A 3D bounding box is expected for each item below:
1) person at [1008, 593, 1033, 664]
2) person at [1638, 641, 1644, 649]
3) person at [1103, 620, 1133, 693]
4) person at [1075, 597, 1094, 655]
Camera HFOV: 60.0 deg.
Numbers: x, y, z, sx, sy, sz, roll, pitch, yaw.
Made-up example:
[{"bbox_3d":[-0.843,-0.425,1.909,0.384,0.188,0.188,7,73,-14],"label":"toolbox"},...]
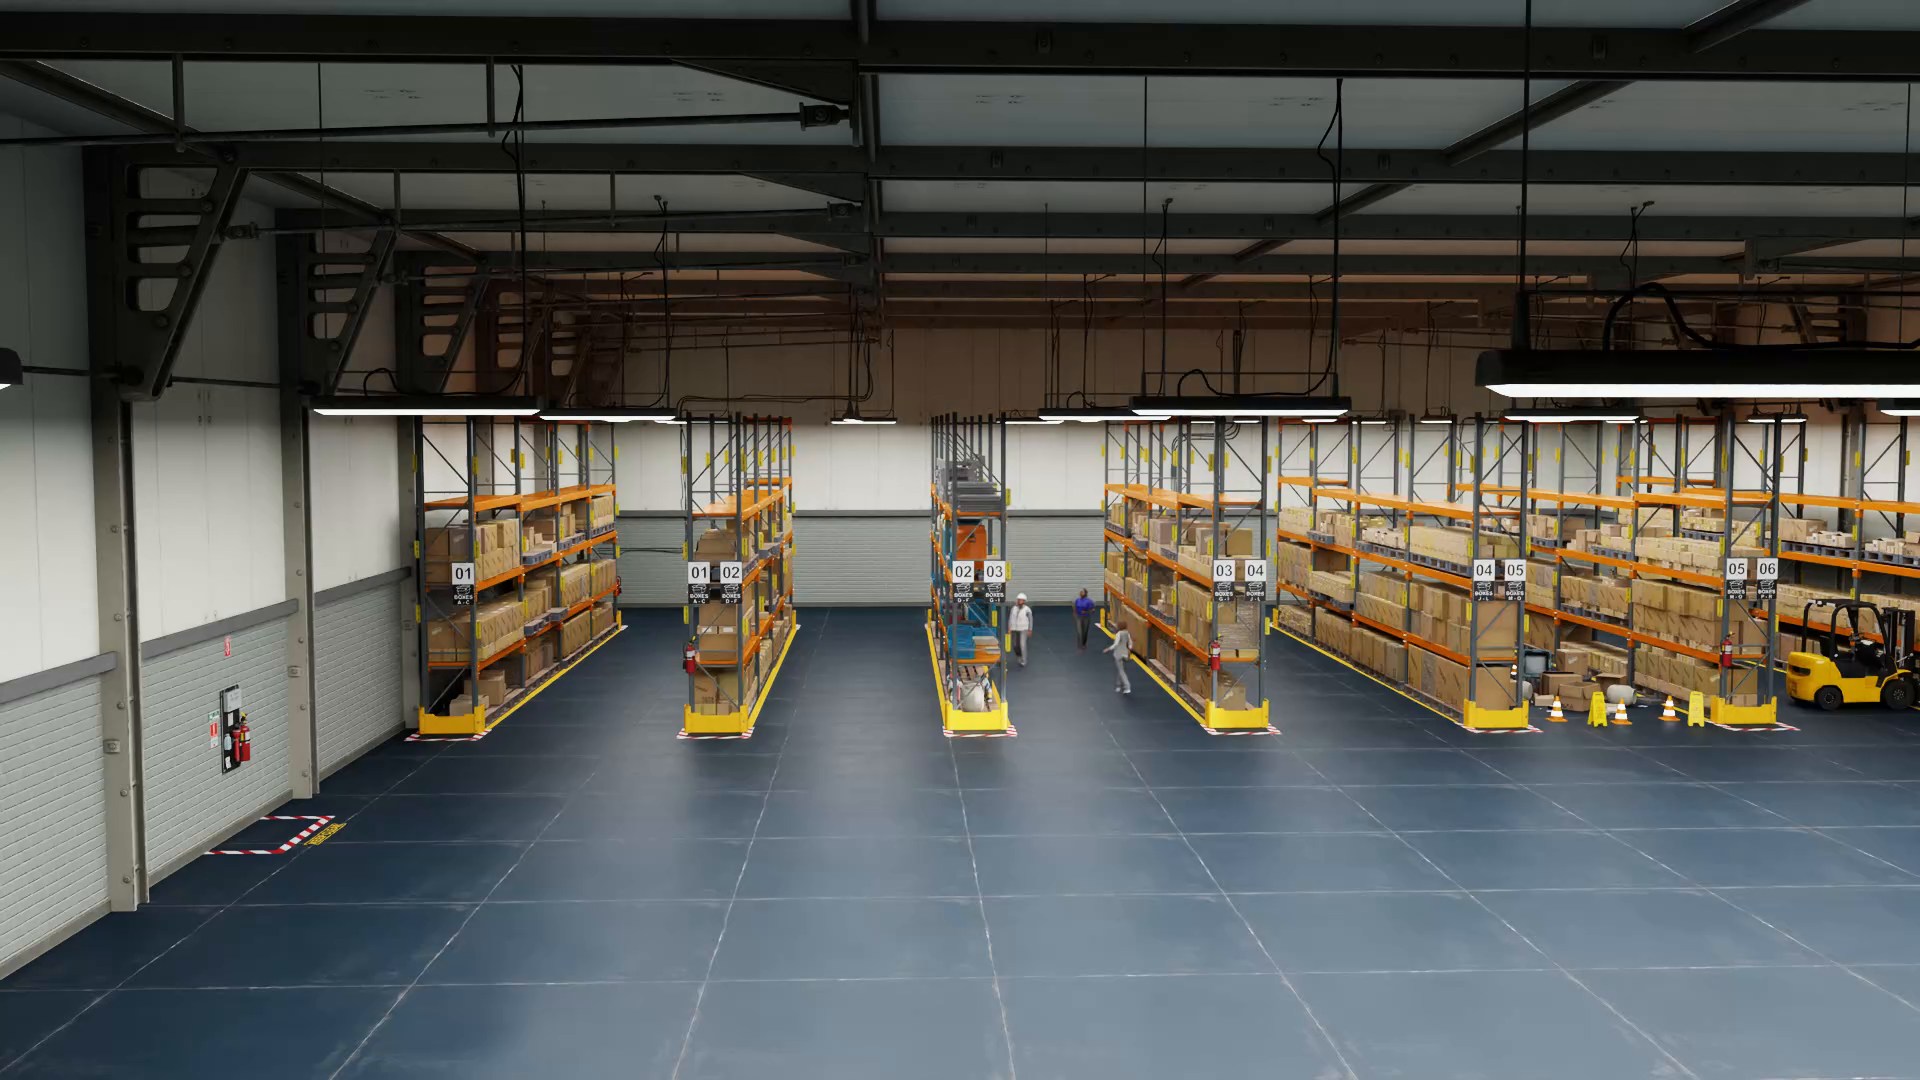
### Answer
[{"bbox_3d":[1.479,2.118,39.948,0.572,1.685,0.799,2,4,28],"label":"person"},{"bbox_3d":[16.562,2.151,40.150,0.654,1.676,0.441,4,5,43],"label":"person"},{"bbox_3d":[3.473,2.536,35.805,0.526,1.636,0.703,-3,5,-37],"label":"person"},{"bbox_3d":[3.137,2.128,41.848,0.482,1.402,1.006,0,4,3],"label":"person"}]
